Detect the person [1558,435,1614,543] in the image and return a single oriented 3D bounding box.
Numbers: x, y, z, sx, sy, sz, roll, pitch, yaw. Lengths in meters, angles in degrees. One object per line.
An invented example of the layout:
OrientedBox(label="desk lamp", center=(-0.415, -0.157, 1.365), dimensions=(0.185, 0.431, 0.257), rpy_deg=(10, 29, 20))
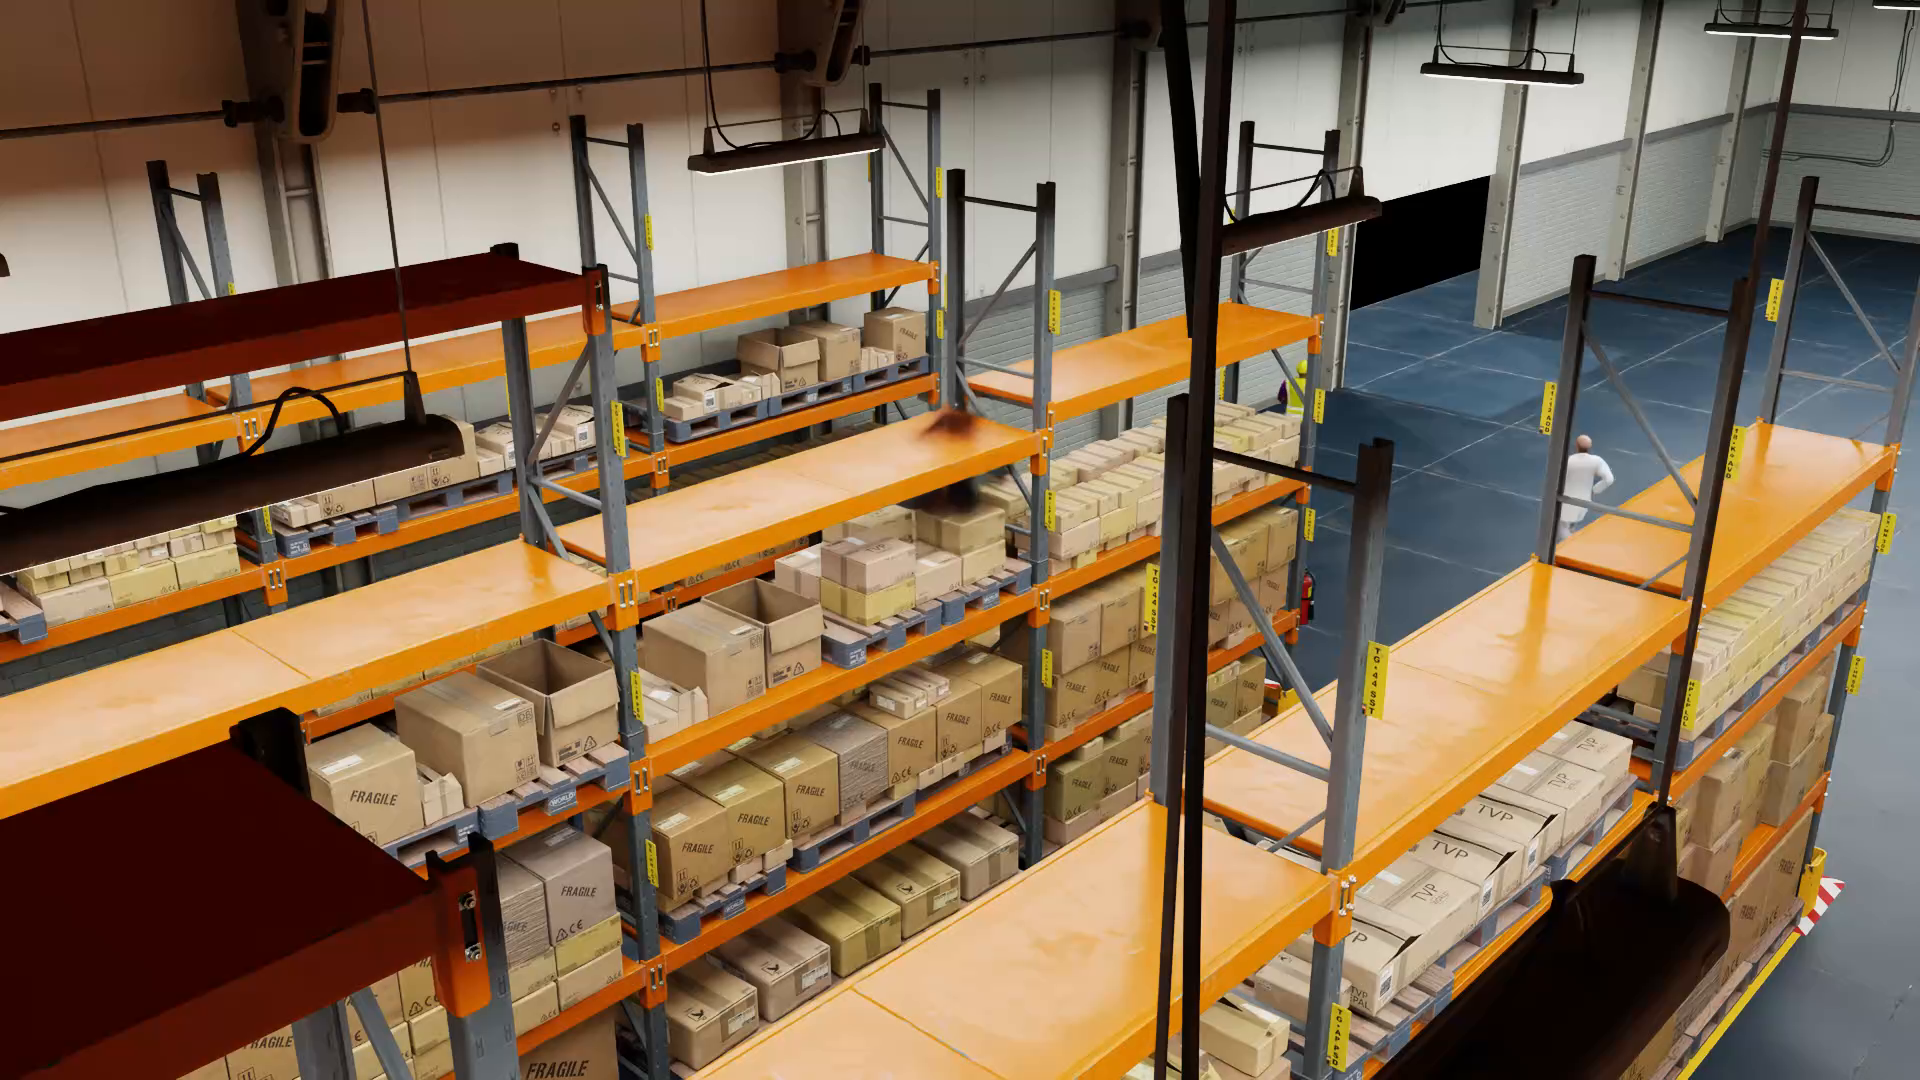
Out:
OrientedBox(label="person", center=(7.675, -0.476, 20.765), dimensions=(0.713, 1.754, 1.035), rpy_deg=(-2, 21, -5))

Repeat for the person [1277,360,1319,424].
OrientedBox(label="person", center=(4.911, -1.756, 24.124), dimensions=(0.705, 1.742, 0.831), rpy_deg=(13, 25, 30))
